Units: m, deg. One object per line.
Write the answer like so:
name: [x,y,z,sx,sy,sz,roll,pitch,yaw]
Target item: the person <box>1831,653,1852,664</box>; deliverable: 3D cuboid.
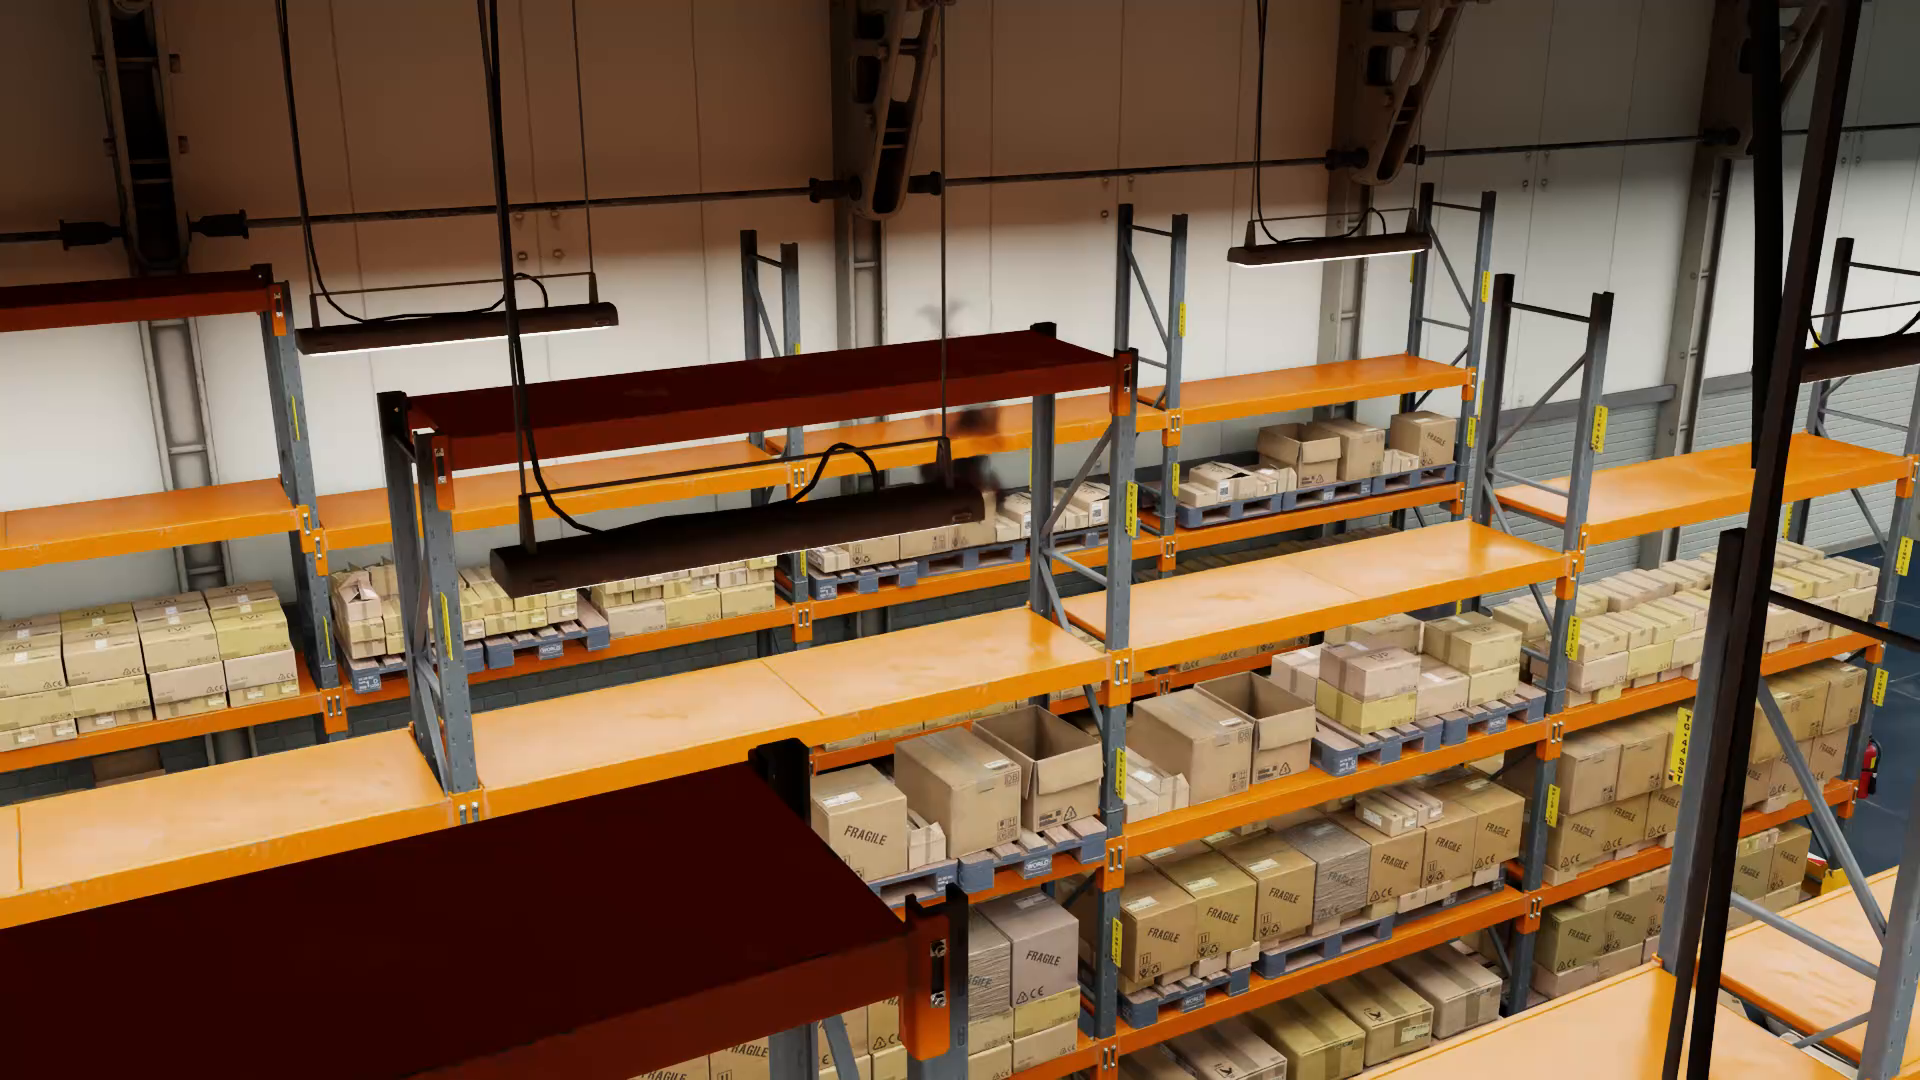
person: [10.062,1.298,19.178,0.839,1.506,0.644,-15,23,-38]
